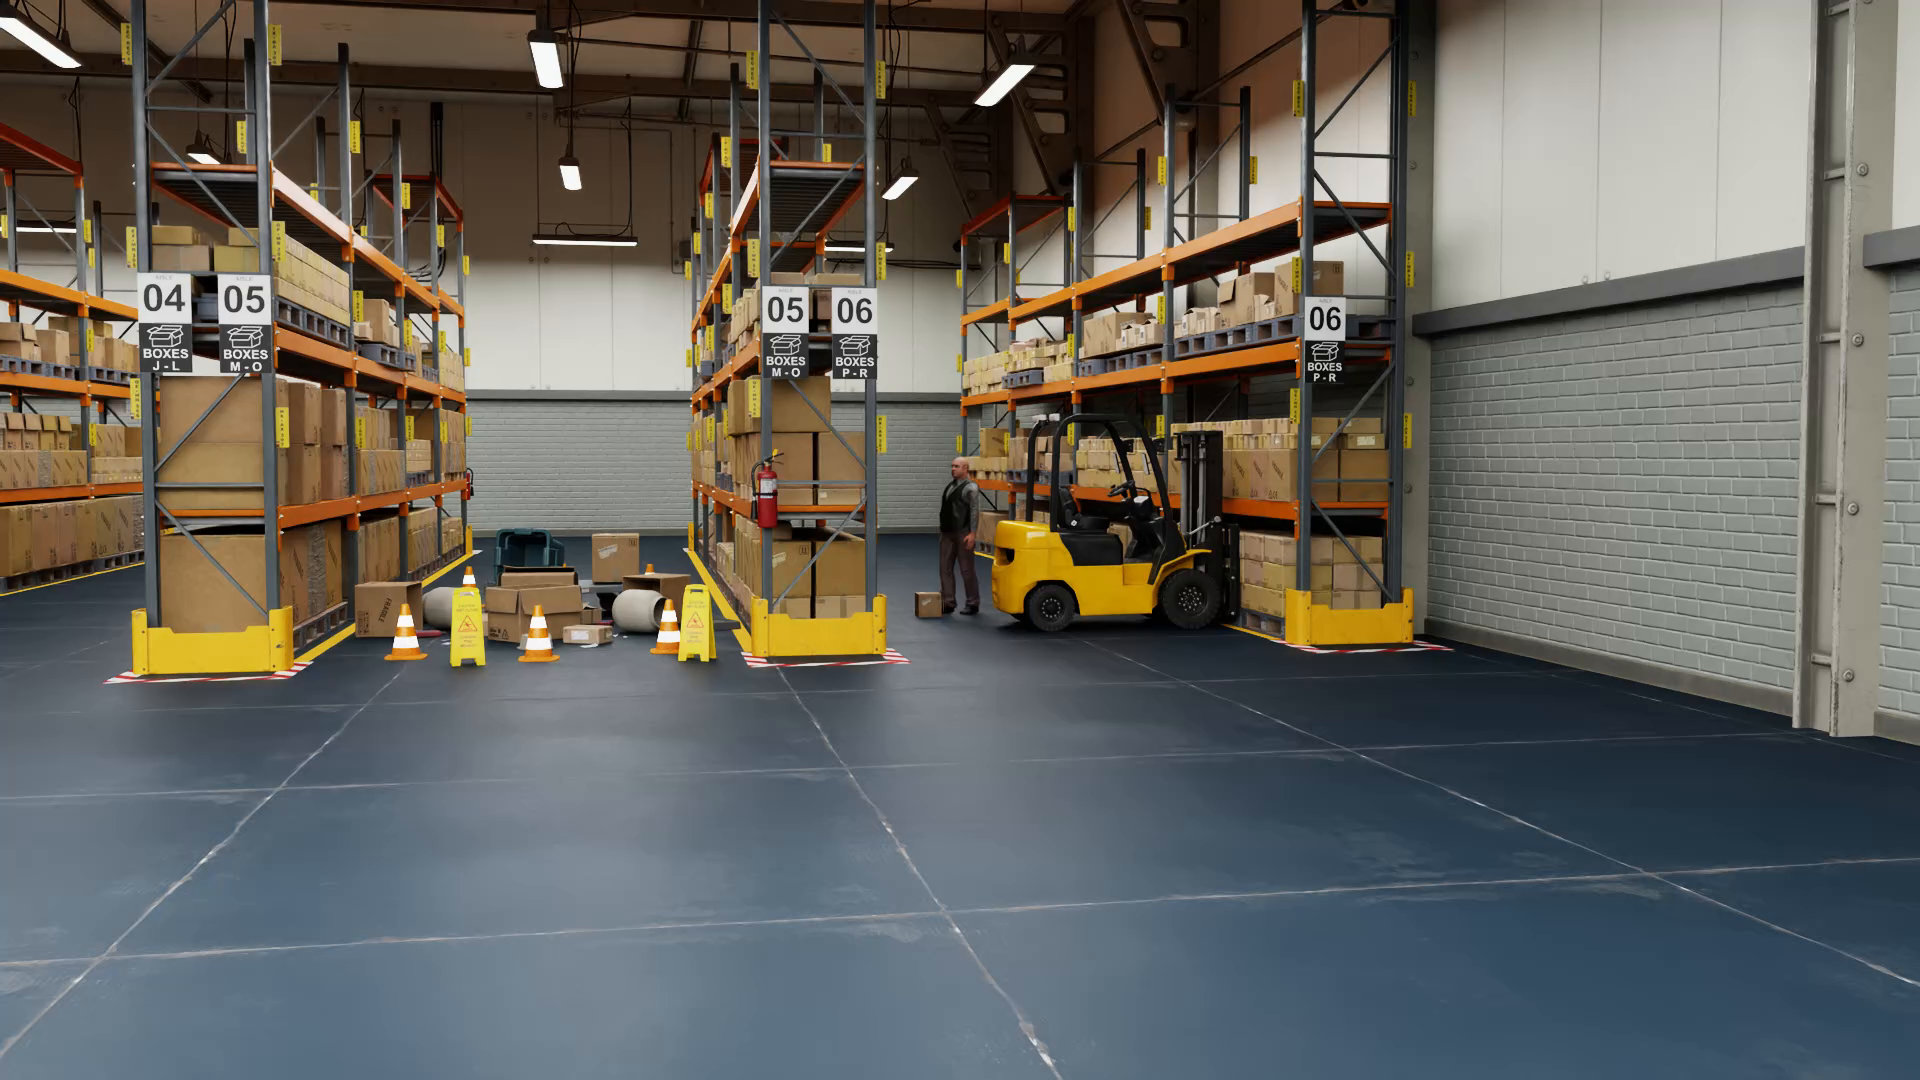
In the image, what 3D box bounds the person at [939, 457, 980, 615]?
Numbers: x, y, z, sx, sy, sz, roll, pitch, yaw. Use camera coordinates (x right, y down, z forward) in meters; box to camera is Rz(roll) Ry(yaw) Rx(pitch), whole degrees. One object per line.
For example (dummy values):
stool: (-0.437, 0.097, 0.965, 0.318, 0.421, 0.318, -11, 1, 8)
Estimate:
person: (-0.034, -0.042, 18.242, 0.489, 1.731, 0.535, -2, 4, -39)
